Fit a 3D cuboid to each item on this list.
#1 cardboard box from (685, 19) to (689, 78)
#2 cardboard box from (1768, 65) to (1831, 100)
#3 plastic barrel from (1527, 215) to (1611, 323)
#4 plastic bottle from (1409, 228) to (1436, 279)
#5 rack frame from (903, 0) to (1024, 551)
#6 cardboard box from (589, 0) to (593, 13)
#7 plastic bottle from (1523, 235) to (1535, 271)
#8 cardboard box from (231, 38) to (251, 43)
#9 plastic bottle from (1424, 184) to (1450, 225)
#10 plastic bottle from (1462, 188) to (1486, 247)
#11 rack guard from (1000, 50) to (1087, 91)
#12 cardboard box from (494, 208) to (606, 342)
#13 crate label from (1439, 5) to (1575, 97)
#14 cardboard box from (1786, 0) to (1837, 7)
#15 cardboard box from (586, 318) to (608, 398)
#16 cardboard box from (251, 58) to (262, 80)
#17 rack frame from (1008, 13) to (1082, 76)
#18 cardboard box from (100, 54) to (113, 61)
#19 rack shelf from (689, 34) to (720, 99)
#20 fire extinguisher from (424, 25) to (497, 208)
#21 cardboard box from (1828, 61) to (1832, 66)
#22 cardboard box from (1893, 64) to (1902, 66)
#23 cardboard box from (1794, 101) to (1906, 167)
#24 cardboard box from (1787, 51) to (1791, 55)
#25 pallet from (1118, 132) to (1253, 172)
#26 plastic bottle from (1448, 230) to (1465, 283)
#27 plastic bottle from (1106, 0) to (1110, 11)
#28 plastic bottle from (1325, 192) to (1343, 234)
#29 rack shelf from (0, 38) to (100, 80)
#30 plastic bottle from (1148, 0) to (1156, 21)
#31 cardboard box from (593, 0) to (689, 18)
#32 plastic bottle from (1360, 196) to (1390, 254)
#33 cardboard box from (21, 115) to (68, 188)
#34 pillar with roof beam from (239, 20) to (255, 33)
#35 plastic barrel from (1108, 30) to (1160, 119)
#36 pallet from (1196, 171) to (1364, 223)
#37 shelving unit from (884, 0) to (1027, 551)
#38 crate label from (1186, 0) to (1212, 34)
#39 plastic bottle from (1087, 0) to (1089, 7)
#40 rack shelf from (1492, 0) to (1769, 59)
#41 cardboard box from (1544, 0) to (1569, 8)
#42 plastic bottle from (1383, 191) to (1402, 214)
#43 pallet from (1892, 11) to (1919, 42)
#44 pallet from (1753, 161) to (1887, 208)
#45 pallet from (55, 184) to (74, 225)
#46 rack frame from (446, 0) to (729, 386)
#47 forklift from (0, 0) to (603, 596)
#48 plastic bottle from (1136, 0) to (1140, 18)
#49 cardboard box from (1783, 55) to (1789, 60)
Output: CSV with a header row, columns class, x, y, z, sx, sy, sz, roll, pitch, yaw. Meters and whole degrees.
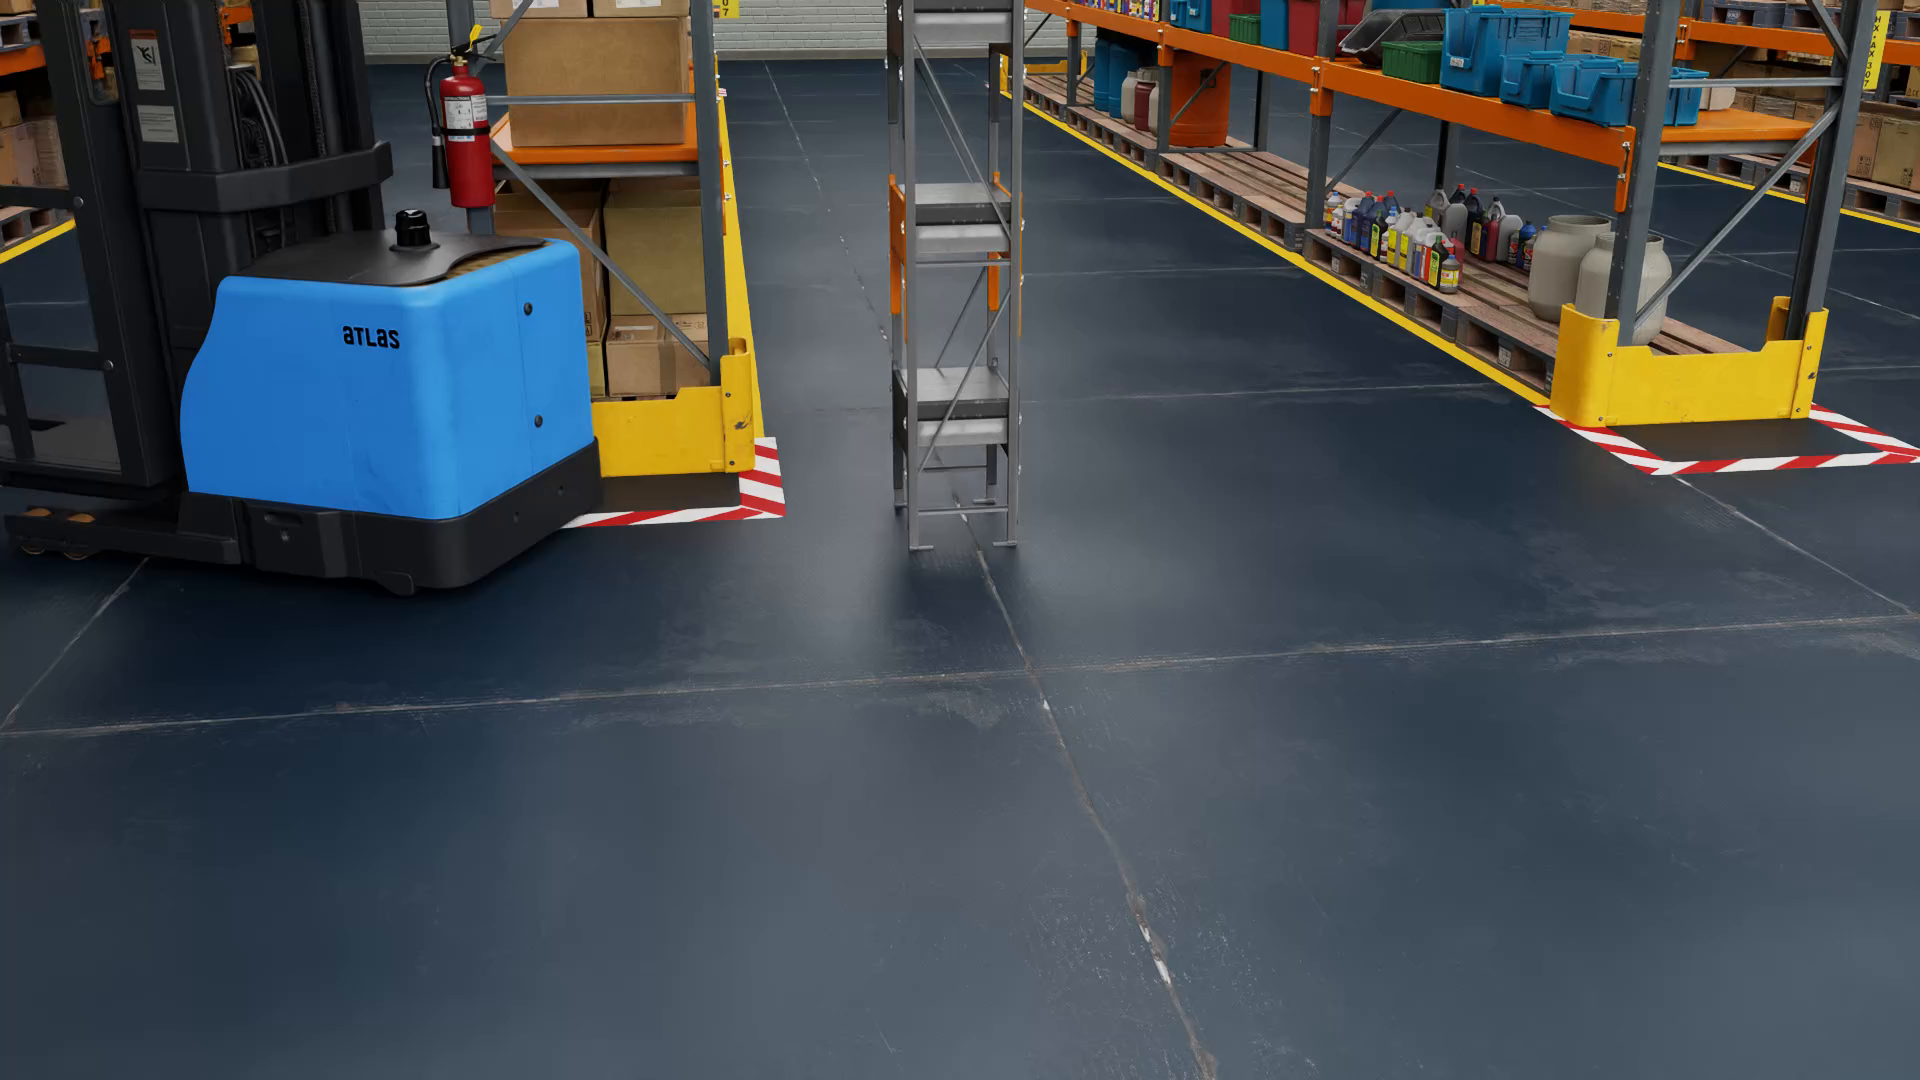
class,x,y,z,sx,sy,sz,roll,pitch,yaw
cardboard box,-1.822,-2.655,8.894,0.700,0.500,0.500,-3,21,-7
cardboard box,7.397,-3.973,14.439,0.500,0.250,0.500,-1,20,-2
plastic barrel,3.193,-1.410,8.659,0.421,0.512,0.421,0,20,0
plastic bottle,2.708,-1.661,9.642,0.152,0.276,0.135,-3,21,-9
rack frame,0.011,-0.956,5.776,0.400,2.100,0.015,-3,21,-8
cardboard box,-1.749,-2.296,7.007,0.380,0.149,0.250,-2,21,-6
plastic bottle,3.405,-1.707,9.870,0.097,0.201,0.097,0,20,0
cardboard box,-8.543,-5.796,19.494,0.380,0.149,0.250,-3,21,-7
plastic bottle,3.095,-2.115,10.750,0.144,0.351,0.185,-3,21,-8
plastic bottle,3.265,-2.056,10.591,0.144,0.351,0.185,-4,21,-10
rack guard,1.113,-6.357,22.523,1.175,0.500,0.348,-3,21,-8
cardboard box,-1.838,-1.163,7.301,0.500,0.500,0.500,-3,21,-8
crate label,2.903,-2.621,8.896,0.502,0.435,0.616,-3,21,-8
cardboard box,7.198,-4.535,13.686,0.500,0.250,0.500,-4,21,-9
cardboard box,-1.836,-0.812,7.432,0.500,0.250,0.500,-3,21,-8
cardboard box,-8.173,-5.100,18.556,0.700,0.500,0.500,-3,21,-8
rack frame,1.130,-7.521,22.065,1.000,3.000,0.127,-3,21,-8
cardboard box,-7.617,-4.006,15.126,0.750,0.750,0.750,-3,21,-8
rack shelf,-2.331,-3.473,12.255,1.077,0.370,4.000,-3,21,-8
fire extinguisher,-1.909,-1.632,6.408,0.296,0.674,0.183,-3,21,-8
cardboard box,11.063,-5.879,20.719,0.380,0.149,0.250,-4,21,-10
cardboard box,11.221,-5.851,20.218,0.380,0.149,0.250,-2,21,-6
cardboard box,7.482,-3.417,14.022,0.700,0.500,0.500,-1,21,-3
cardboard box,11.033,-6.390,21.662,0.380,0.149,0.250,-3,21,-8
pallet,2.128,-3.715,15.862,1.003,0.211,1.213,-3,21,-8
plastic bottle,2.834,-1.622,9.527,0.061,0.283,0.133,-3,21,-8
plastic bottle,1.563,-5.497,16.825,0.152,0.276,0.135,-3,21,-8
plastic bottle,2.472,-2.161,10.987,0.097,0.271,0.097,0,20,0
rack shelf,-7.232,-3.222,11.583,1.077,0.370,4.000,-3,21,-8
plastic bottle,1.769,-4.895,15.200,0.061,0.283,0.133,-3,21,-8
cardboard box,-1.310,-2.230,6.829,0.380,0.149,0.250,-3,21,-8
plastic bottle,2.592,-1.965,10.348,0.144,0.351,0.185,-4,21,-10
cardboard box,-7.365,-3.040,13.011,0.700,0.500,0.500,-3,21,-7
pillar with roof beam,-5.659,-10.940,22.645,9.100,9.000,0.400,-3,21,-8
plastic barrel,1.870,-4.915,17.487,0.600,0.901,0.708,-3,21,-8
pallet,2.529,-2.753,13.285,1.003,0.211,1.213,-3,21,-8
shelving unit,-0.024,-1.041,6.002,0.431,2.100,0.503,-3,21,-8
crate label,2.158,-4.410,13.685,0.502,0.435,0.616,-3,21,-8
plastic bottle,1.405,-5.808,17.663,0.097,0.271,0.097,0,20,0
rack shelf,6.896,-5.356,17.297,1.077,0.370,4.000,-3,21,-8
cardboard box,6.571,-5.913,17.618,0.500,0.500,0.500,-3,21,-9
plastic bottle,2.708,-2.038,10.542,0.144,0.351,0.185,-3,21,-8
pallet,7.794,-3.798,12.371,1.003,0.211,1.213,-3,21,-8
pallet,7.468,-3.002,13.952,1.003,0.211,1.213,-3,21,-8
pallet,-7.410,-2.674,13.074,1.003,0.211,1.213,-3,21,-8
rack frame,-1.466,-1.732,6.567,1.000,3.000,0.127,-3,21,-8
forklift,-2.955,-1.467,5.956,3.031,2.935,1.130,6,21,16
plastic bottle,1.714,-5.065,15.673,0.097,0.271,0.097,0,20,0
cardboard box,11.023,-6.341,21.955,0.380,0.149,0.250,-2,21,-5
